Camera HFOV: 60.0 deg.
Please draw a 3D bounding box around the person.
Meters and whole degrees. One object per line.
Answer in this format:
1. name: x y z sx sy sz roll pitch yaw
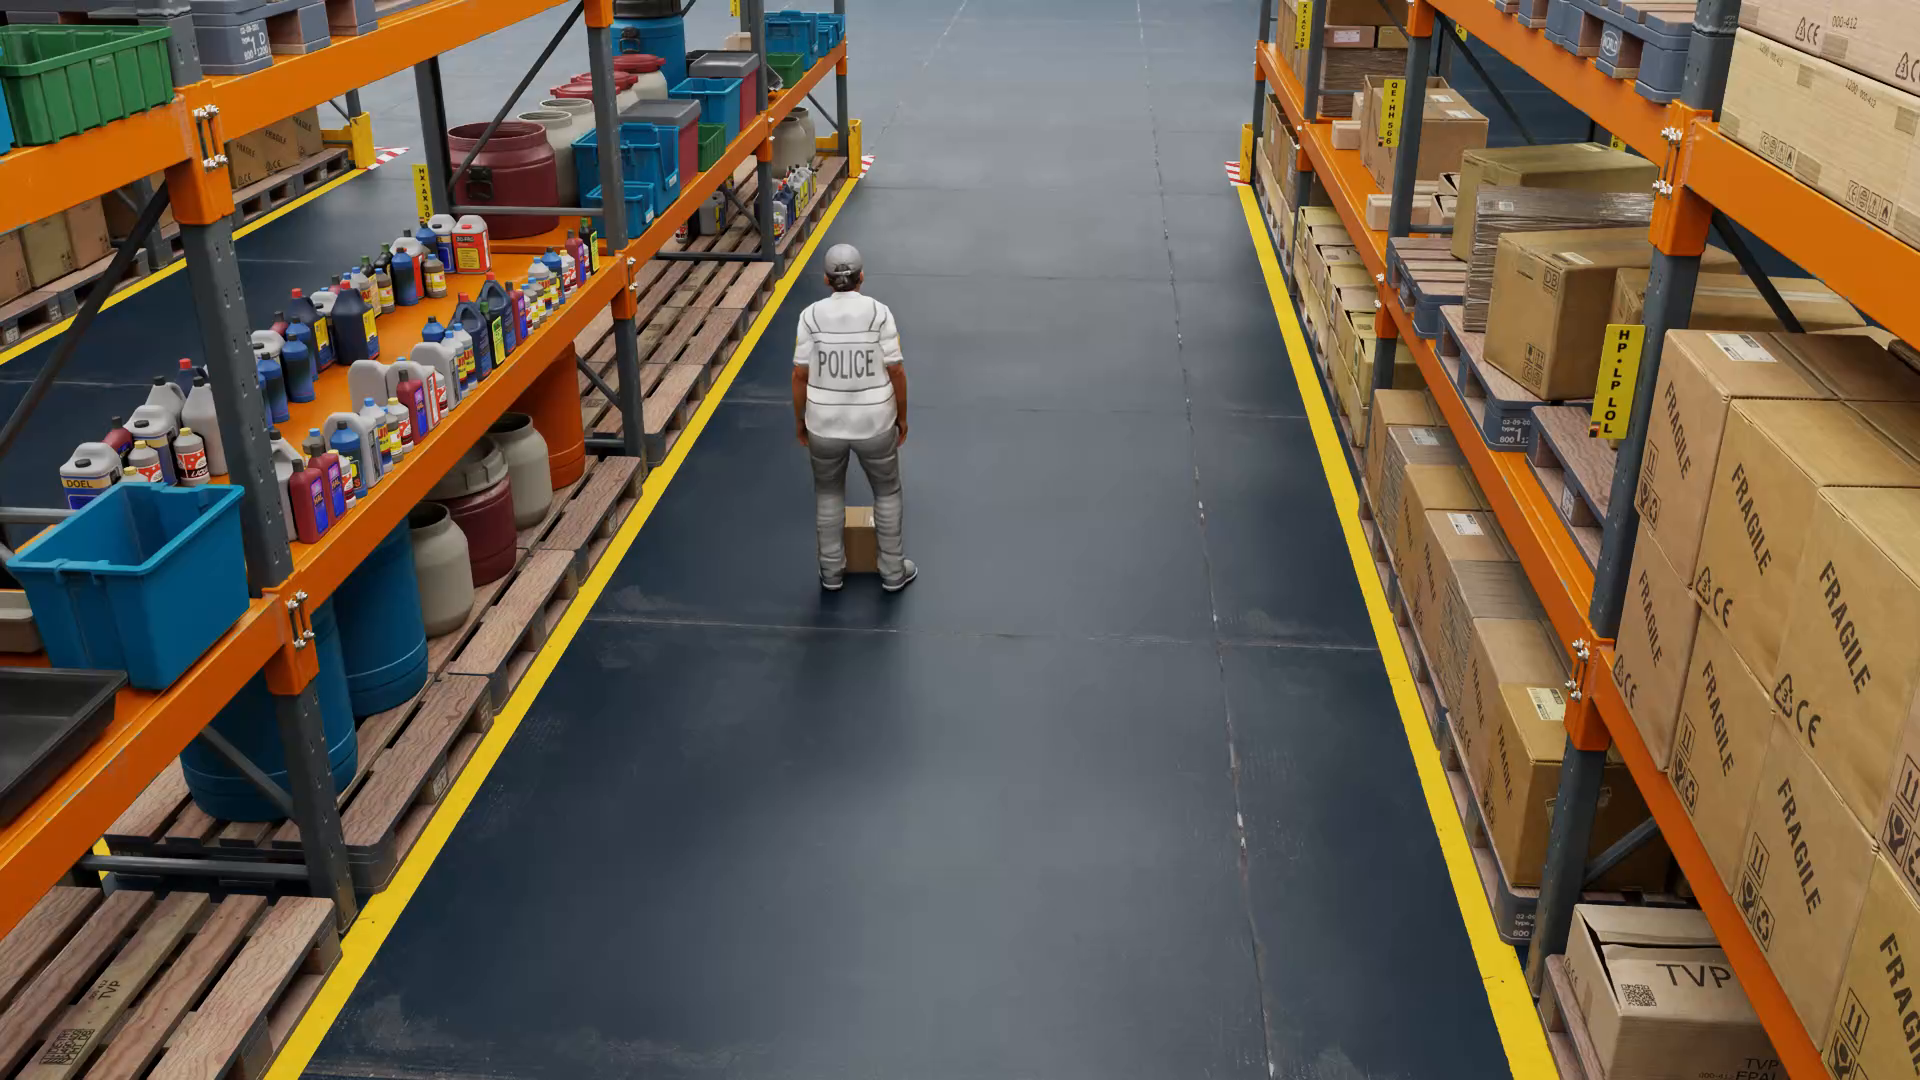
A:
1. person: -0.493 -0.555 7.806 0.563 1.666 0.469 0 25 1
